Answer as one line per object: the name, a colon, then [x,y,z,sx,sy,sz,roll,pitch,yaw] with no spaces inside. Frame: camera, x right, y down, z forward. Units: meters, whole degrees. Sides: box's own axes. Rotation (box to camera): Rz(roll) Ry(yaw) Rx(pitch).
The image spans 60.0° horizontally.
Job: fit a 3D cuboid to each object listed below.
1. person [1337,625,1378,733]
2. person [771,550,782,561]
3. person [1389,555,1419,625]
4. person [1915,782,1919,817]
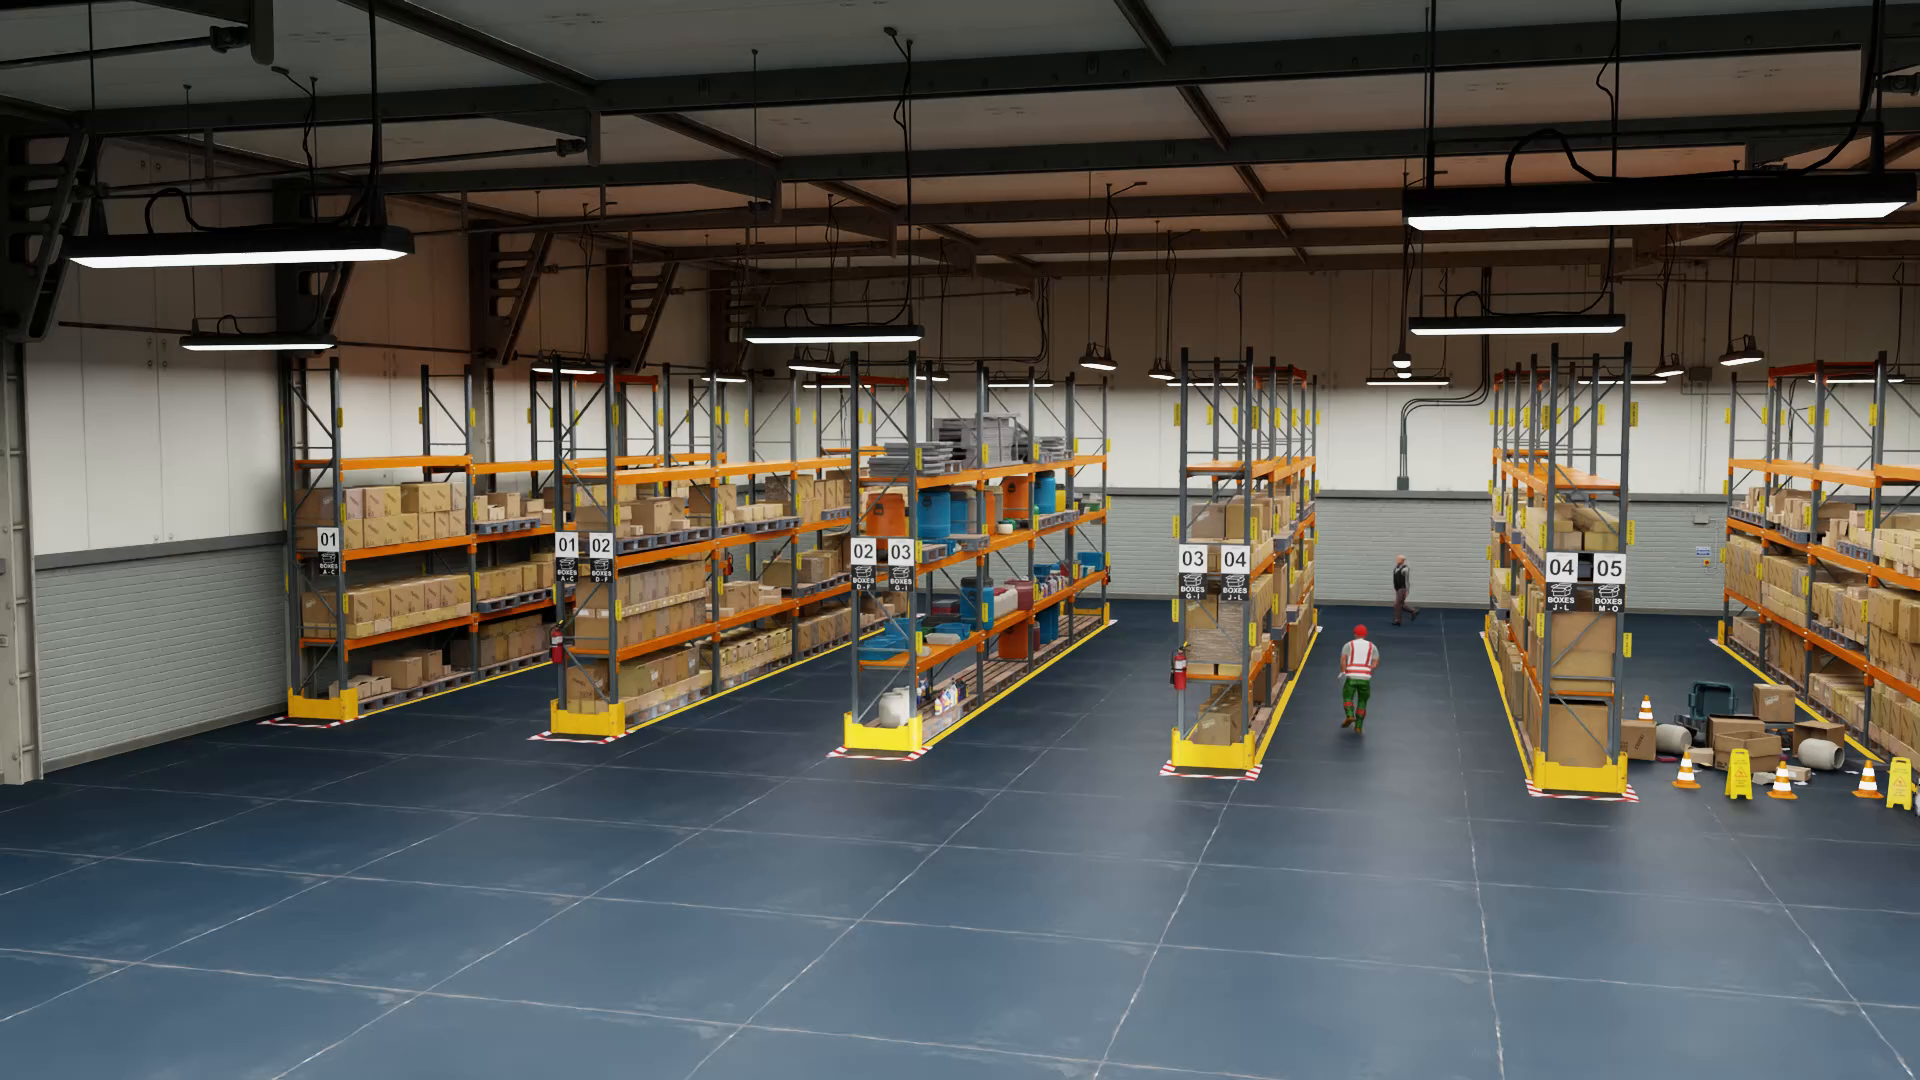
person: [6.380,2.212,26.685,0.632,1.680,0.791,1,4,16]
person: [-4.633,1.078,41.969,0.447,1.672,0.496,-1,4,-13]
person: [10.723,1.202,40.126,0.803,1.699,0.537,0,4,-4]
person: [11.175,2.717,18.880,0.710,1.771,0.550,-2,5,-28]
